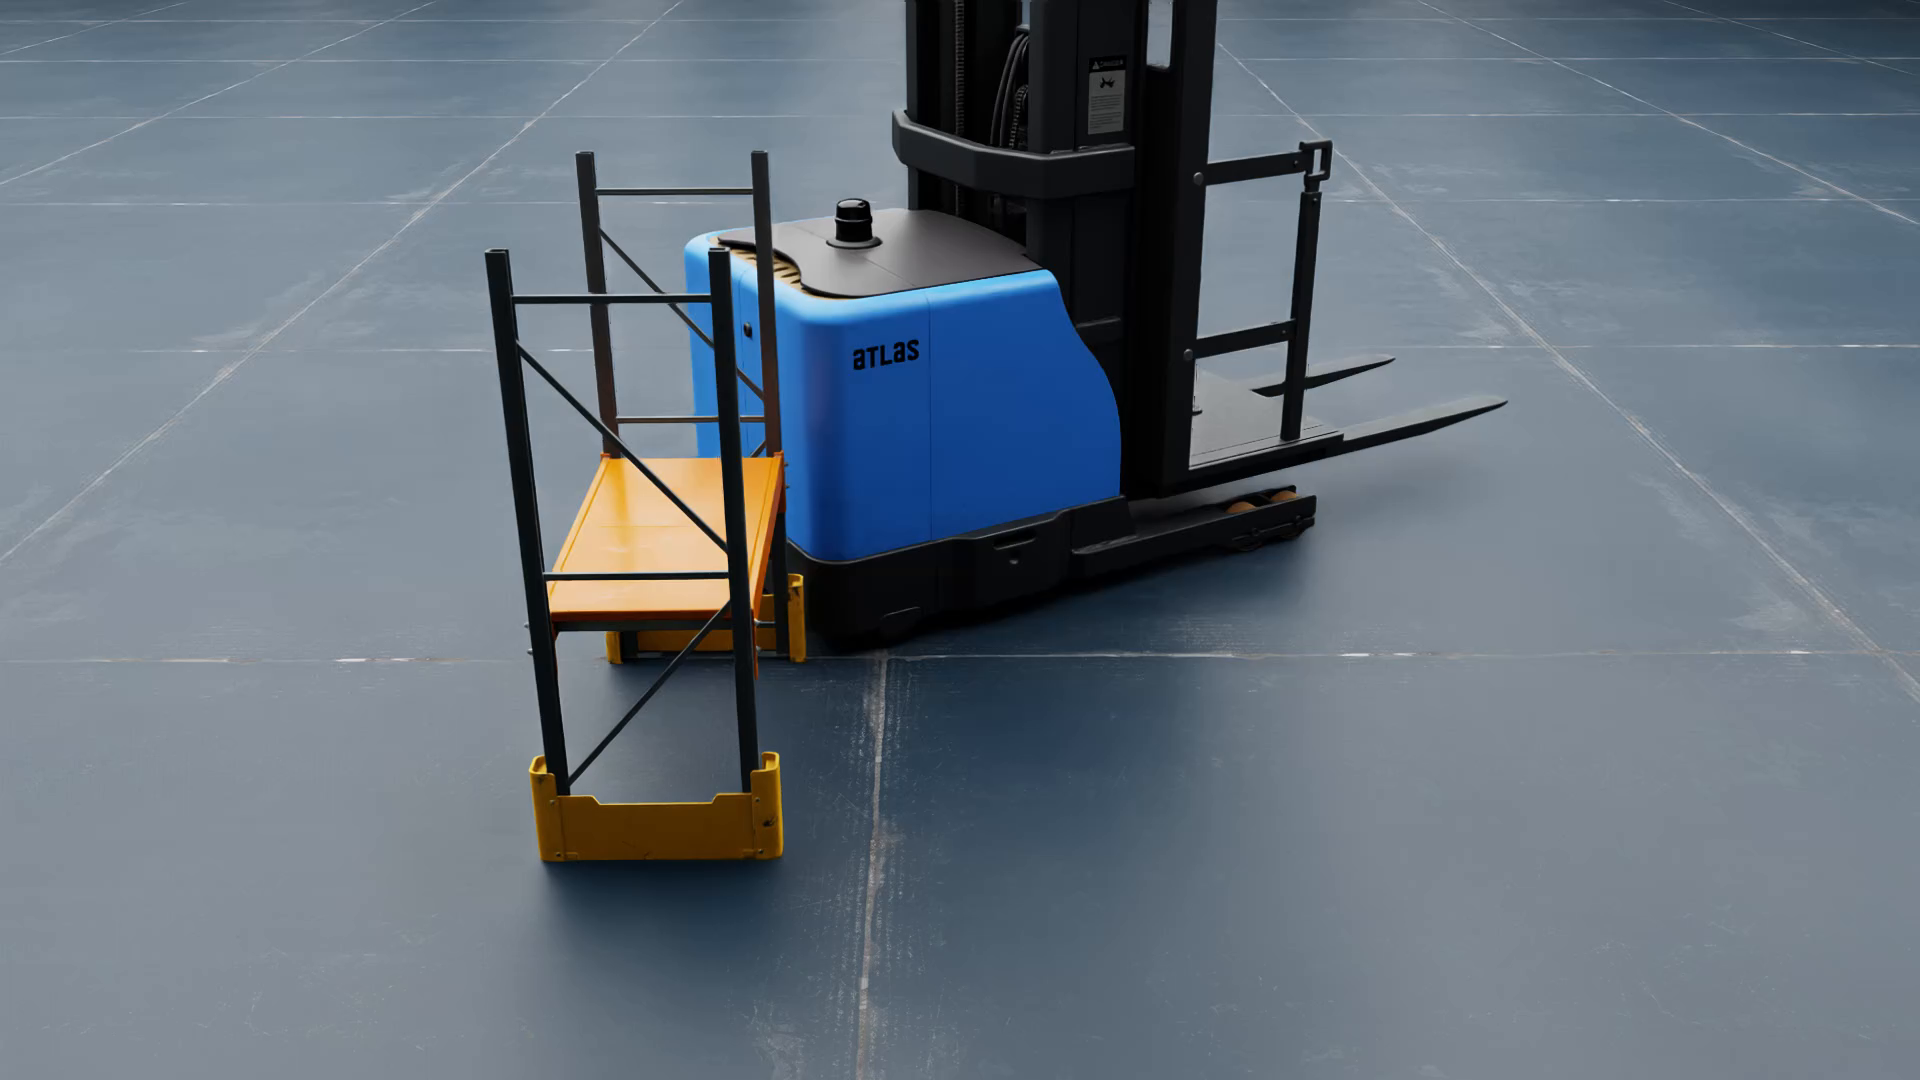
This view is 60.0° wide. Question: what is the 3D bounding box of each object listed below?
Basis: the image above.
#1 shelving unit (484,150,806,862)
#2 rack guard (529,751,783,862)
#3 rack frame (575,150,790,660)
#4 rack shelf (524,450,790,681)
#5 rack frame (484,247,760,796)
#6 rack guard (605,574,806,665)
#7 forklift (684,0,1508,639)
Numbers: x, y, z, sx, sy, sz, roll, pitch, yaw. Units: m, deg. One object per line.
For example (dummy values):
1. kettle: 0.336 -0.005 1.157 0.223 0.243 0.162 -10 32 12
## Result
1. shelving unit: -0.742 -0.129 4.216 0.587 1.500 1.083 -1 24 -1
2. rack guard: -0.728 0.645 4.020 0.587 0.250 0.087 -1 24 -1
3. rack frame: -0.755 -0.335 4.671 0.500 1.500 0.032 -1 24 -1
4. rack shelf: -0.742 0.038 4.282 0.538 0.185 1.000 -1 24 -1
5. rack frame: -0.728 0.084 3.745 0.500 1.500 0.032 -1 24 -1
6. rack guard: -0.755 0.235 4.927 0.587 0.250 0.087 -1 24 -1
7. forklift: 0.639 -1.470 5.443 3.031 2.935 1.130 -14 28 -28
